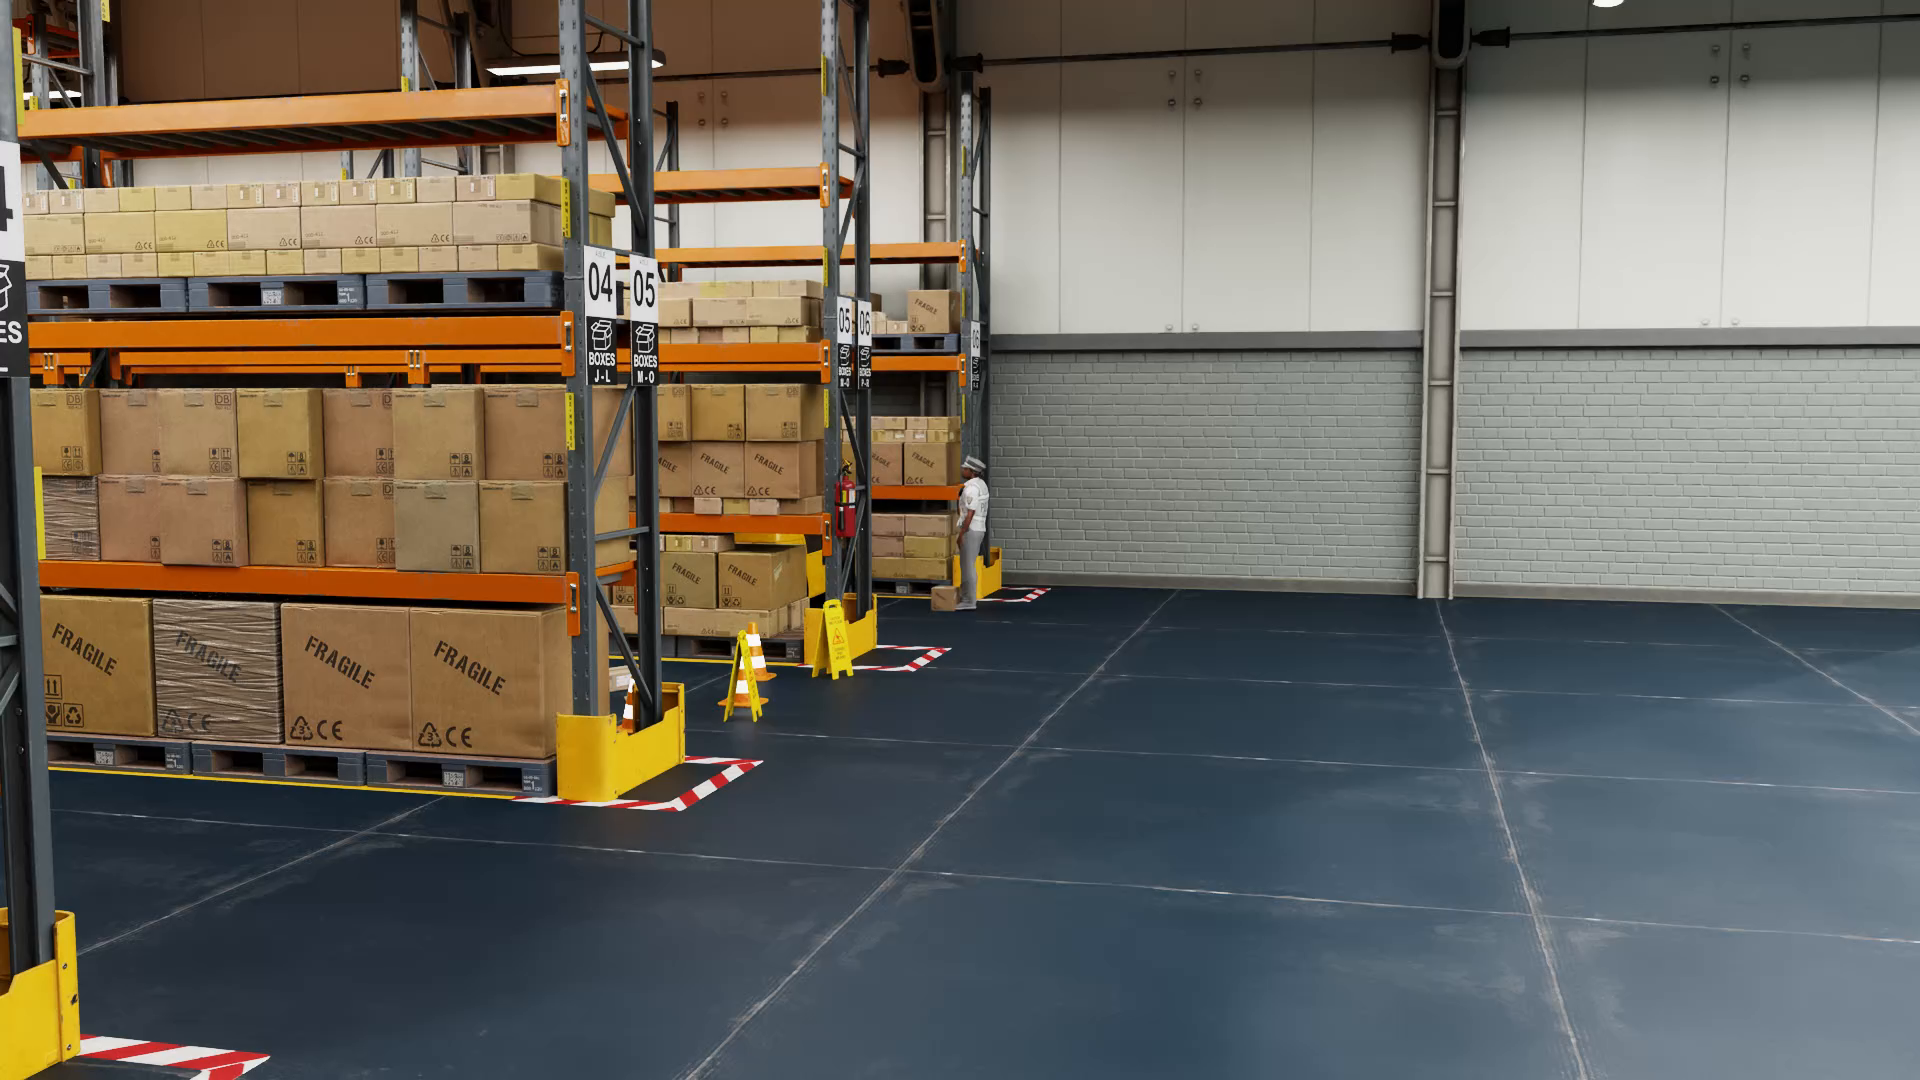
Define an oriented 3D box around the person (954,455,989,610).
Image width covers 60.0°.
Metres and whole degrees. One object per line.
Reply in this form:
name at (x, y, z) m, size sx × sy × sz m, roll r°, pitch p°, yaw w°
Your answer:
person at (0.048, -0.083, 18.217) m, size 0.530 × 1.695 × 0.569 m, roll 1°, pitch 5°, yaw 14°
